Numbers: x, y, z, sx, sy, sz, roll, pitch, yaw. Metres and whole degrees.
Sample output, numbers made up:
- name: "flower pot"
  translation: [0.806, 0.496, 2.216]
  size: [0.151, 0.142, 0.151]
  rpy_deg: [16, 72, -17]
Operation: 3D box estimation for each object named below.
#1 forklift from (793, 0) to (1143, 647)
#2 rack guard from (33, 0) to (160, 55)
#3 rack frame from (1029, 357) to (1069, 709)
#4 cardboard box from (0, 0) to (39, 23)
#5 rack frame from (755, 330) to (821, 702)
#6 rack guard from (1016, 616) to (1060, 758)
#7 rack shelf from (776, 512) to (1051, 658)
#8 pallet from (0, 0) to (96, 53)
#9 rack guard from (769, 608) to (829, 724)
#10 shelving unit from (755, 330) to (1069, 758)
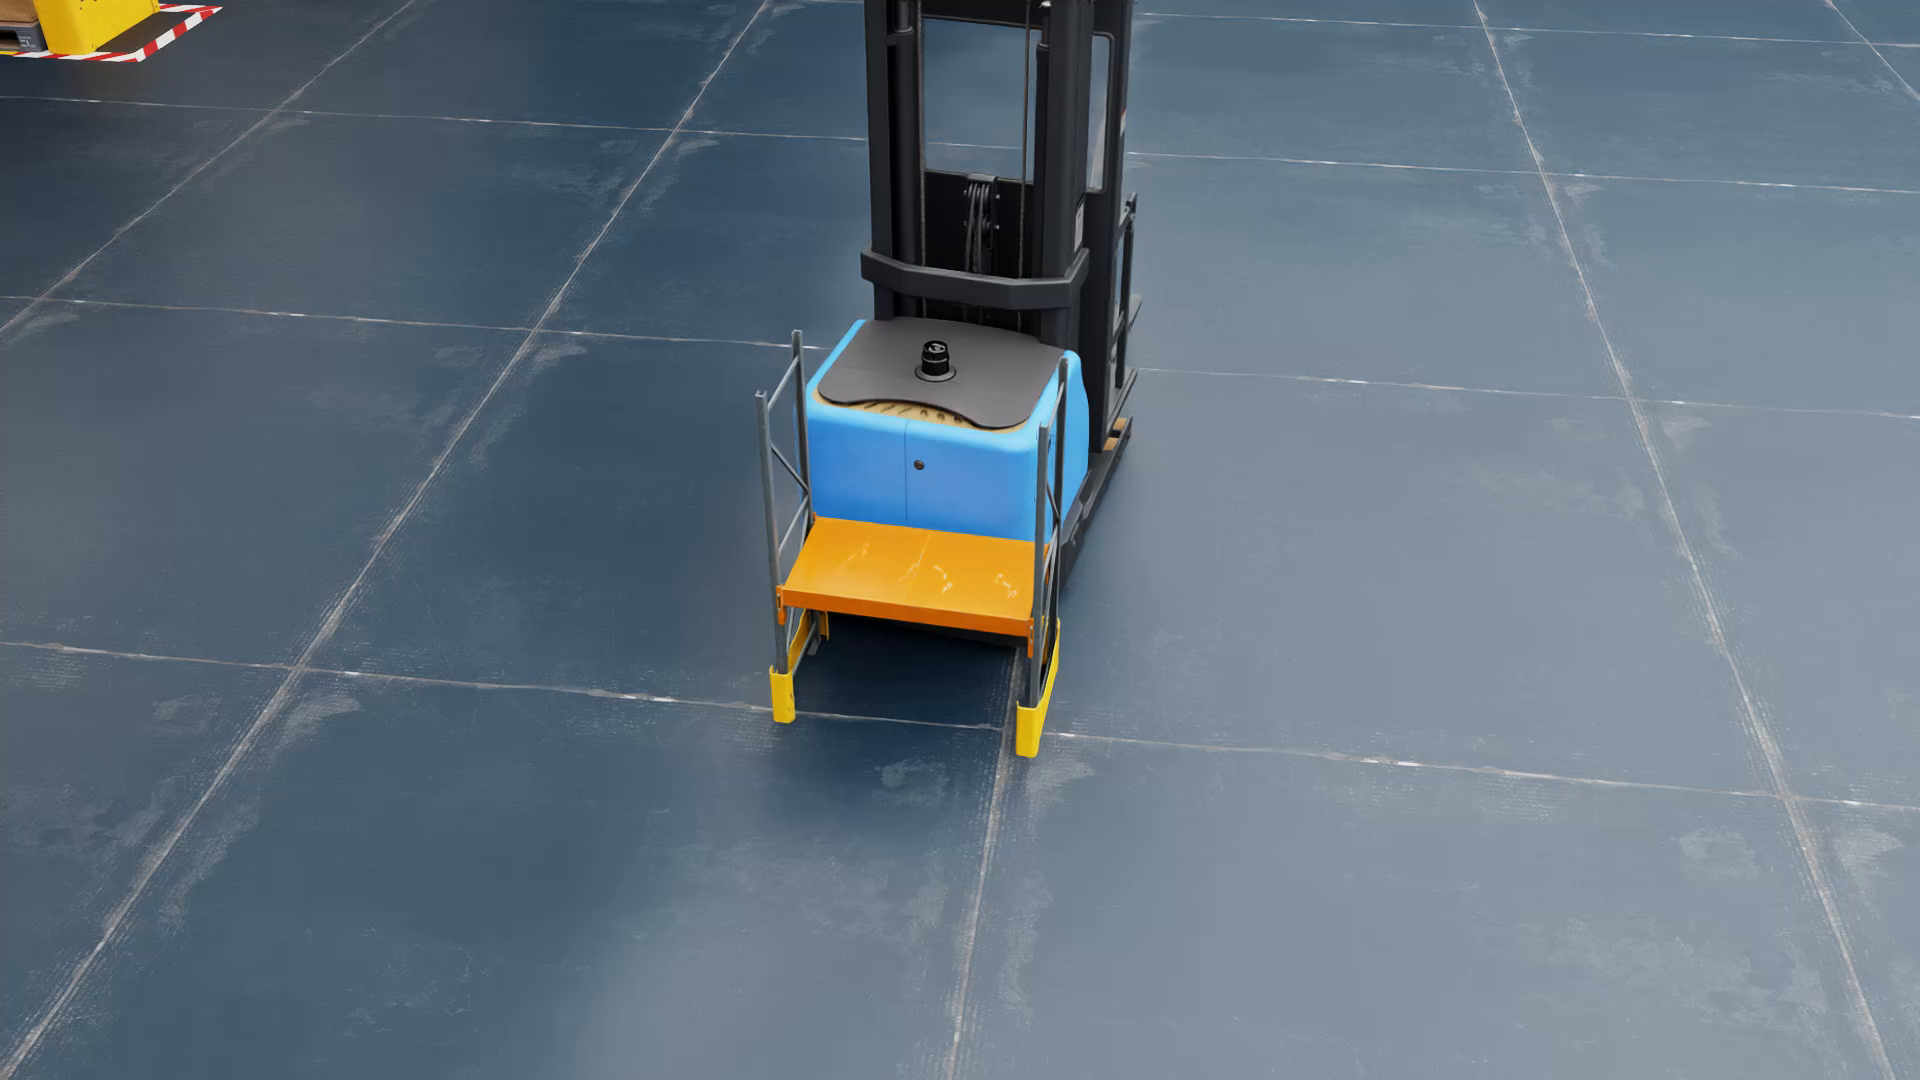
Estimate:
- name: "forklift"
  translation: [0.236, -1.599, 7.467]
  size: [1.130, 2.935, 3.031]
  rpy_deg: [10, 37, 14]
- name: "rack guard"
  translation: [-6.972, -4.368, 13.440]
  size: [0.348, 0.500, 1.175]
  rpy_deg: [4, 36, 6]
- name: "rack frame"
  translation: [0.335, 0.080, 6.347]
  size: [0.032, 1.500, 0.500]
  rpy_deg: [7, 36, 9]
- name: "cardboard box"
  translation: [-7.677, -4.705, 13.228]
  size: [0.875, 0.875, 0.875]
  rpy_deg: [4, 36, 6]
- name: "rack frame"
  translation: [-0.661, -0.039, 6.514]
  size: [0.032, 1.500, 0.500]
  rpy_deg: [7, 36, 9]
- name: "rack guard"
  translation: [0.316, 0.586, 6.713]
  size: [0.087, 0.250, 0.587]
  rpy_deg: [7, 36, 9]
- name: "rack shelf"
  translation: [-0.163, 0.167, 6.535]
  size: [1.000, 0.185, 0.538]
  rpy_deg: [7, 36, 9]
- name: "pallet"
  translation: [-7.799, -4.266, 13.546]
  size: [1.213, 0.211, 1.003]
  rpy_deg: [4, 36, 6]
- name: "rack guard"
  translation: [-0.660, 0.470, 6.877]
  size: [0.087, 0.250, 0.587]
  rpy_deg: [7, 36, 9]
- name: "shelving unit"
  translation: [-0.172, 0.019, 6.432]
  size: [1.083, 1.500, 0.587]
  rpy_deg: [7, 36, 9]
